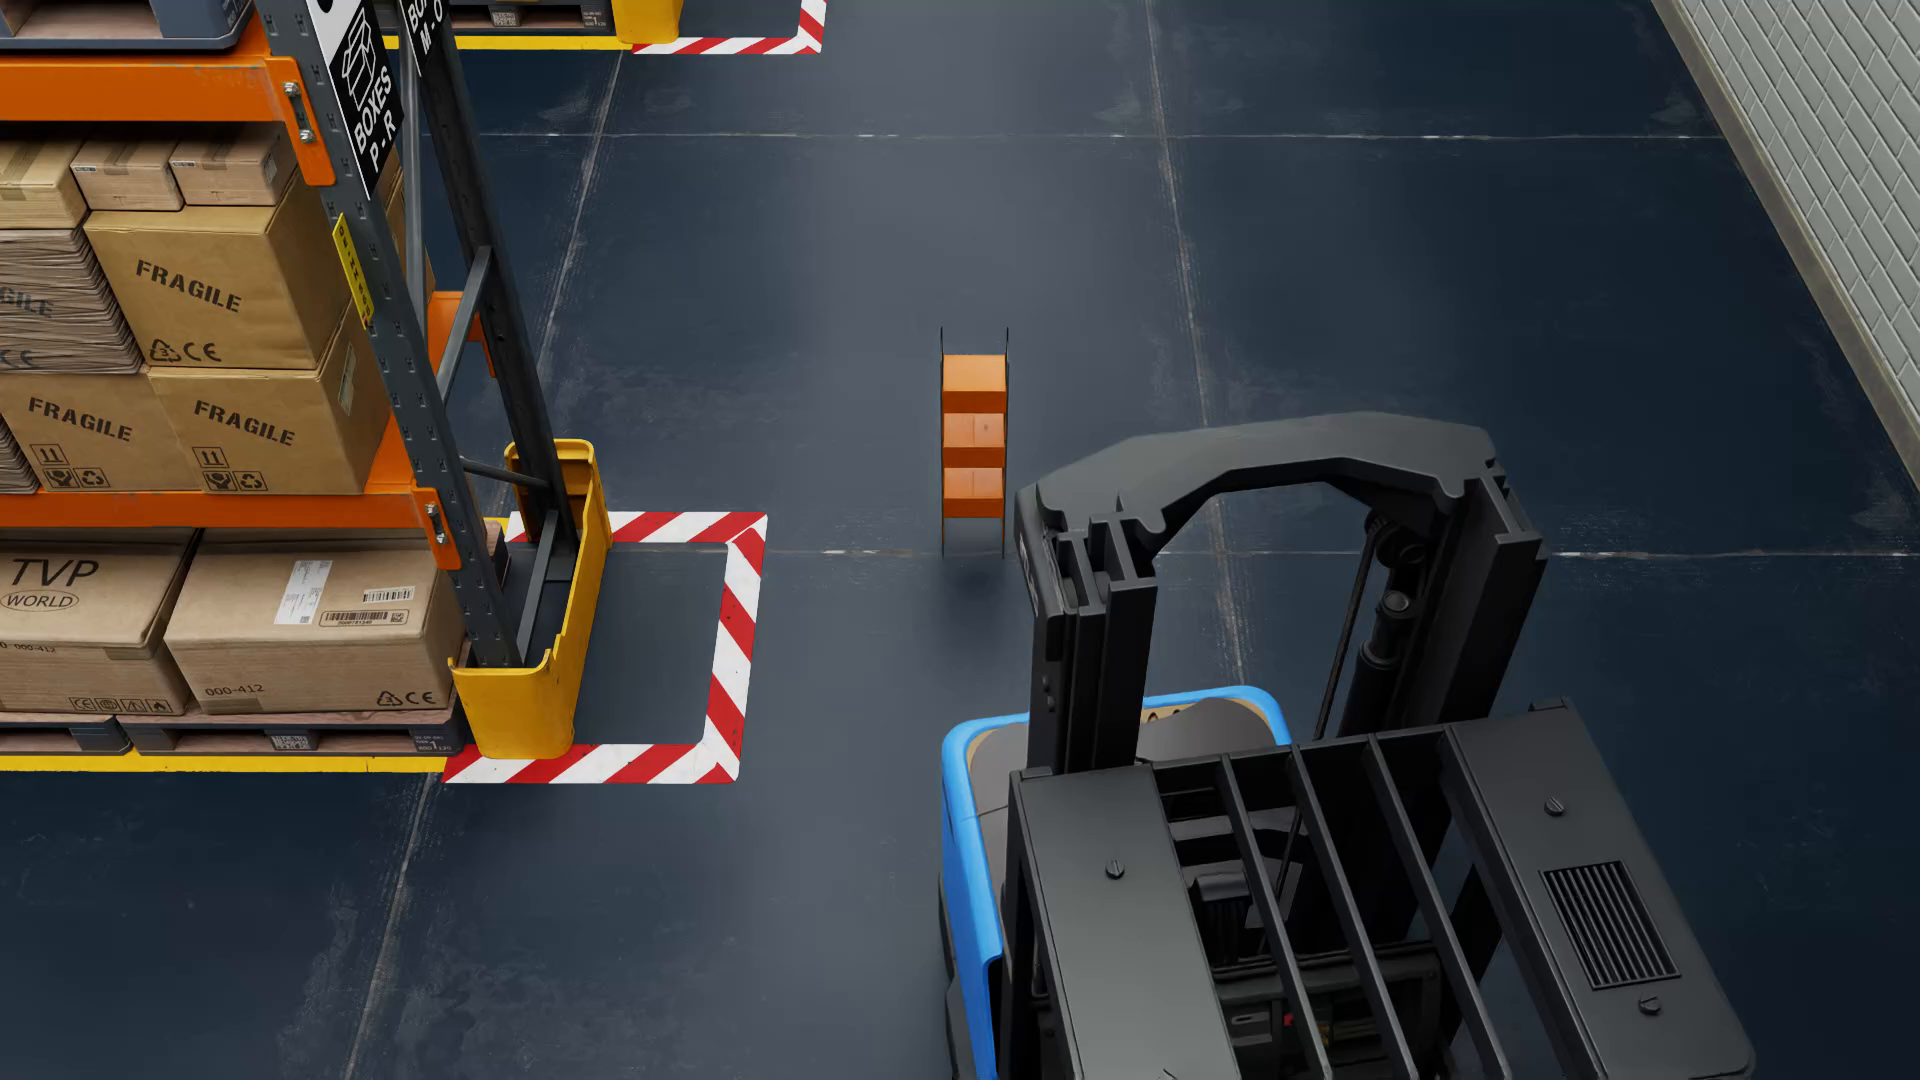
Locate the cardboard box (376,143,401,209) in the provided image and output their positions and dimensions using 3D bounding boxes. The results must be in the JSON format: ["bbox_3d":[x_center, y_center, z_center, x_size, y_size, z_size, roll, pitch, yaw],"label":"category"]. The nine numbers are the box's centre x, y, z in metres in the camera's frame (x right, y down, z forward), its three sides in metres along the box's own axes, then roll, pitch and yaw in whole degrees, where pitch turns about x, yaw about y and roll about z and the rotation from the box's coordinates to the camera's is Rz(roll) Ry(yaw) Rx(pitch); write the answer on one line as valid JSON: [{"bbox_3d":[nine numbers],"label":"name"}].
[{"bbox_3d":[-2.103,-1.233,5.178,0.500,0.500,0.500,-1,47,-1],"label":"cardboard box"}]

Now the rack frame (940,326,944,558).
[{"bbox_3d":[-0.068,-0.358,6.447,0.008,1.050,0.200,0,47,0],"label":"rack frame"}]

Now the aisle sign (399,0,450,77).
[{"bbox_3d":[-1.551,-1.746,4.631,0.004,0.787,0.394,0,47,0],"label":"aisle sign"}]

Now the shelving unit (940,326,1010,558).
[{"bbox_3d":[0.054,-0.358,6.446,0.252,1.050,0.215,0,47,0],"label":"shelving unit"}]

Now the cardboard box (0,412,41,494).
[{"bbox_3d":[-3.124,-0.496,5.175,0.500,0.500,0.500,1,47,1],"label":"cardboard box"}]

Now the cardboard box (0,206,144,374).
[{"bbox_3d":[-2.630,-0.830,4.803,0.500,0.500,0.500,0,47,0],"label":"cardboard box"}]

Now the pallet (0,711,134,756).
[{"bbox_3d":[-3.641,0.352,6.359,1.213,0.211,1.003,0,47,0],"label":"pallet"}]

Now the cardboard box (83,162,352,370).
[{"bbox_3d":[-2.107,-0.850,4.821,0.500,0.500,0.500,2,47,1],"label":"cardboard box"}]

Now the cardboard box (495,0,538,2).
[{"bbox_3d":[-2.492,-3.219,9.438,0.250,0.149,0.380,1,47,1],"label":"cardboard box"}]

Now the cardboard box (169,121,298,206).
[{"bbox_3d":[-1.984,-1.098,4.609,0.250,0.149,0.380,1,47,1],"label":"cardboard box"}]

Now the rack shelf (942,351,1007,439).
[{"bbox_3d":[0.054,-0.544,6.246,0.240,0.259,0.215,0,47,0],"label":"rack shelf"}]

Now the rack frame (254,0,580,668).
[{"bbox_3d":[-1.625,-0.648,5.385,0.127,3.000,1.000,0,47,0],"label":"rack frame"}]

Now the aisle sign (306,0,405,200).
[{"bbox_3d":[-1.554,-1.307,4.222,0.004,0.787,0.394,0,47,0],"label":"aisle sign"}]

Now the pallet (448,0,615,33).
[{"bbox_3d":[-2.595,-3.350,9.805,1.213,0.211,1.003,0,47,0],"label":"pallet"}]

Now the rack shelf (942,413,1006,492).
[{"bbox_3d":[0.054,-0.350,6.454,0.240,0.259,0.215,0,47,0],"label":"rack shelf"}]

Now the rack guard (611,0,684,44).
[{"bbox_3d":[-1.783,-3.420,9.673,0.348,0.500,1.175,0,47,0],"label":"rack guard"}]

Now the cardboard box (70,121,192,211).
[{"bbox_3d":[-2.238,-1.081,4.594,0.250,0.149,0.380,1,47,1],"label":"cardboard box"}]

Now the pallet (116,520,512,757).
[{"bbox_3d":[-2.424,0.357,6.354,1.213,0.211,1.003,0,47,0],"label":"pallet"}]

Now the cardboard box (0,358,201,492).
[{"bbox_3d":[-2.610,-0.502,5.181,0.500,0.500,0.500,-1,47,-1],"label":"cardboard box"}]

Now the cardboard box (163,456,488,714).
[{"bbox_3d":[-2.285,0.153,6.103,0.875,0.438,0.875,-1,47,-1],"label":"cardboard box"}]

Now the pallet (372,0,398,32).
[{"bbox_3d":[-3.812,-3.355,9.810,1.213,0.211,1.003,0,47,0],"label":"pallet"}]

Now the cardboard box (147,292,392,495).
[{"bbox_3d":[-2.108,-0.490,5.169,0.500,0.500,0.500,0,47,0],"label":"cardboard box"}]

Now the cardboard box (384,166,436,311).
[{"bbox_3d":[-2.103,-0.894,5.545,0.500,0.500,0.500,0,47,0],"label":"cardboard box"}]

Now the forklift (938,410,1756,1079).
[{"bbox_3d":[0.674,1.280,3.637,1.130,2.935,3.031,-7,47,-6],"label":"forklift"}]

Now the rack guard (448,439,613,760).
[{"bbox_3d":[-1.601,0.204,6.300,0.348,0.500,1.175,0,47,0],"label":"rack guard"}]

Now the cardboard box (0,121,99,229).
[{"bbox_3d":[-2.497,-1.020,4.537,0.250,0.149,0.380,0,47,0],"label":"cardboard box"}]

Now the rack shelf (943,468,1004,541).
[{"bbox_3d":[0.054,-0.161,6.658,0.240,0.259,0.215,0,47,0],"label":"rack shelf"}]

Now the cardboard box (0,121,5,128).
[{"bbox_3d":[-2.748,-1.051,4.566,0.250,0.149,0.380,1,47,1],"label":"cardboard box"}]

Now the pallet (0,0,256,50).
[{"bbox_3d":[-2.366,-1.634,4.314,1.213,0.211,1.003,0,47,0],"label":"pallet"}]

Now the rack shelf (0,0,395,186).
[{"bbox_3d":[-3.625,-1.430,4.555,4.000,0.370,1.077,0,47,0],"label":"rack shelf"}]

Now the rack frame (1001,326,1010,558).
[{"bbox_3d":[0.176,-0.357,6.446,0.008,1.050,0.200,0,47,0],"label":"rack frame"}]

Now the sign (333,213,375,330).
[{"bbox_3d":[-1.640,-0.726,4.505,0.005,0.325,0.100,0,47,0],"label":"sign"}]

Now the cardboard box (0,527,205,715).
[{"bbox_3d":[-3.200,0.157,6.099,0.875,0.438,0.875,1,47,1],"label":"cardboard box"}]

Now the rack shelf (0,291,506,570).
[{"bbox_3d":[-3.625,-0.408,5.653,4.000,0.370,1.077,0,47,0],"label":"rack shelf"}]
